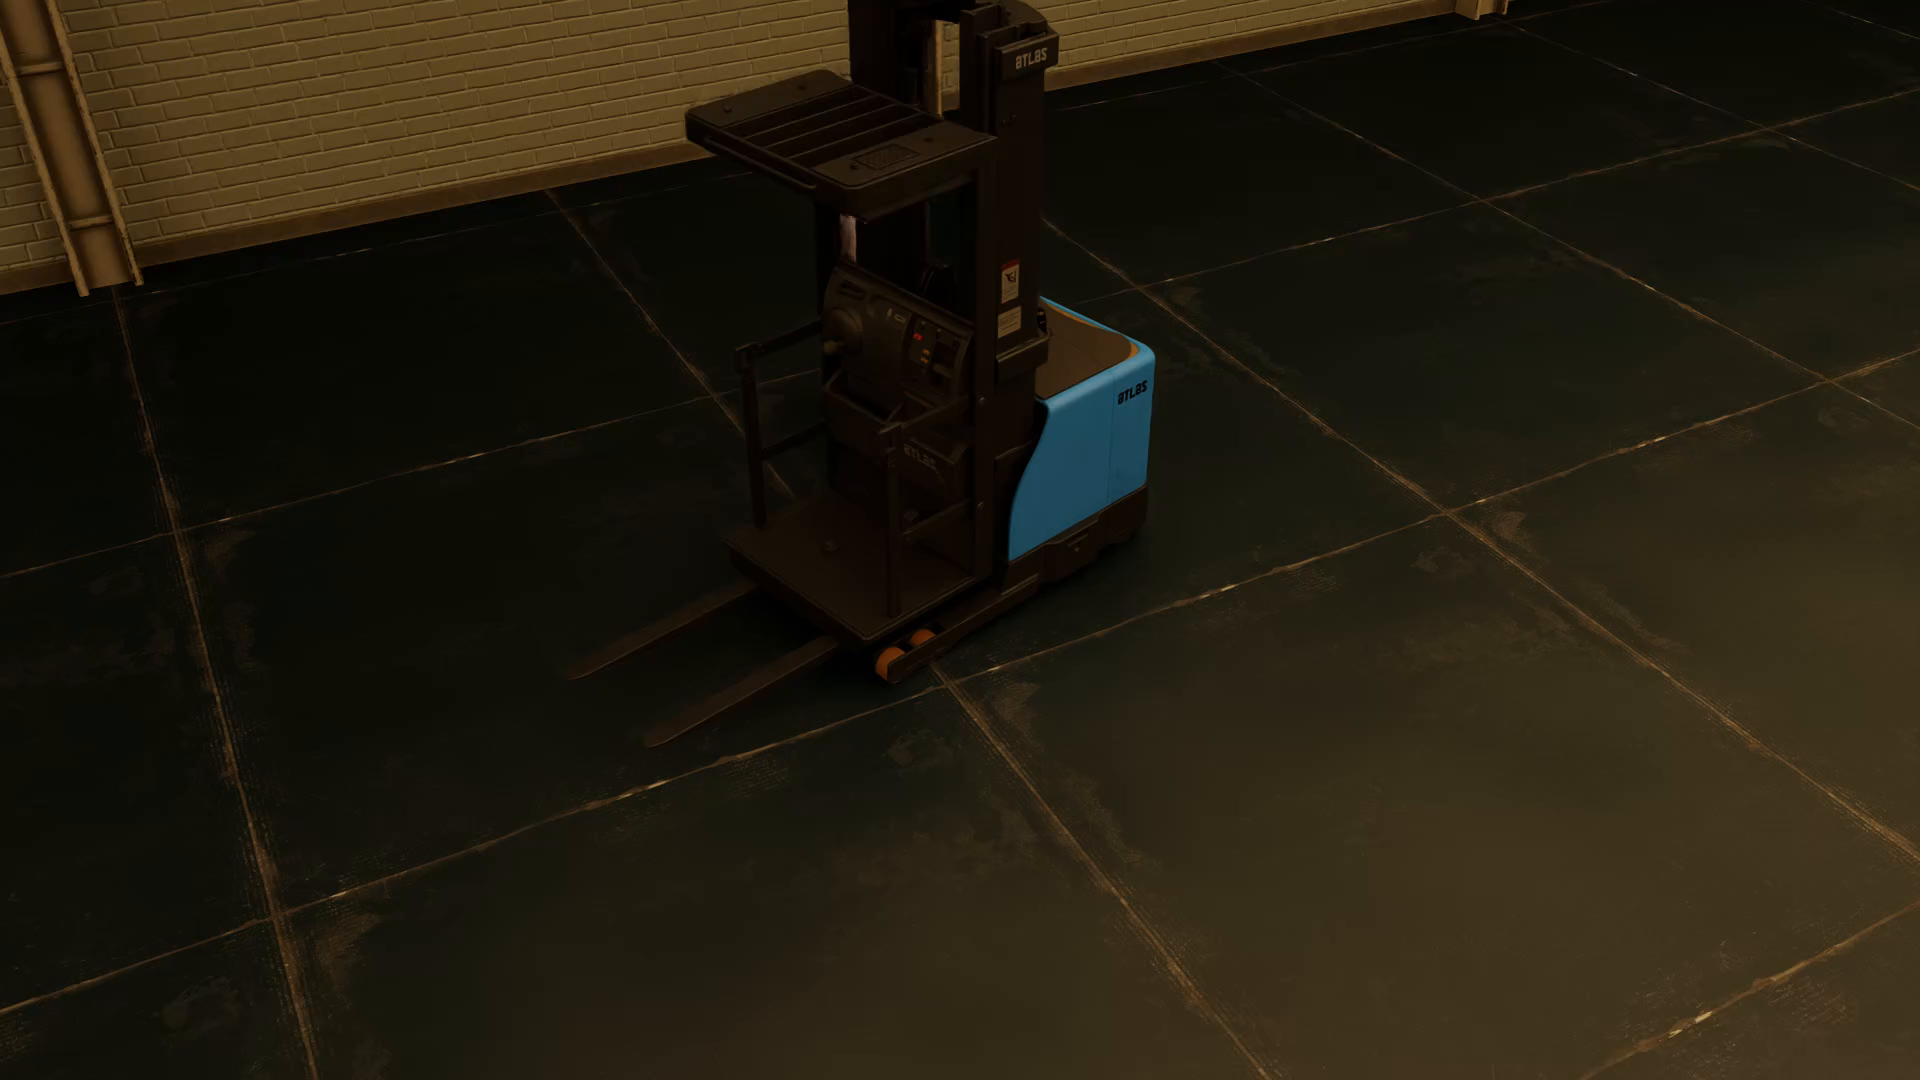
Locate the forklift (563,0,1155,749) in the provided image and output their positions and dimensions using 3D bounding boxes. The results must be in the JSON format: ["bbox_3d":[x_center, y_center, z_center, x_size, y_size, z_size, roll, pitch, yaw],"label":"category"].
[{"bbox_3d":[-0.446,-0.873,7.358,3.031,2.935,1.130,-29,44,-34],"label":"forklift"}]

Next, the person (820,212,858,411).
[{"bbox_3d":[-0.575,-1.320,9.133,0.348,1.620,0.721,-16,38,-21],"label":"person"}]
